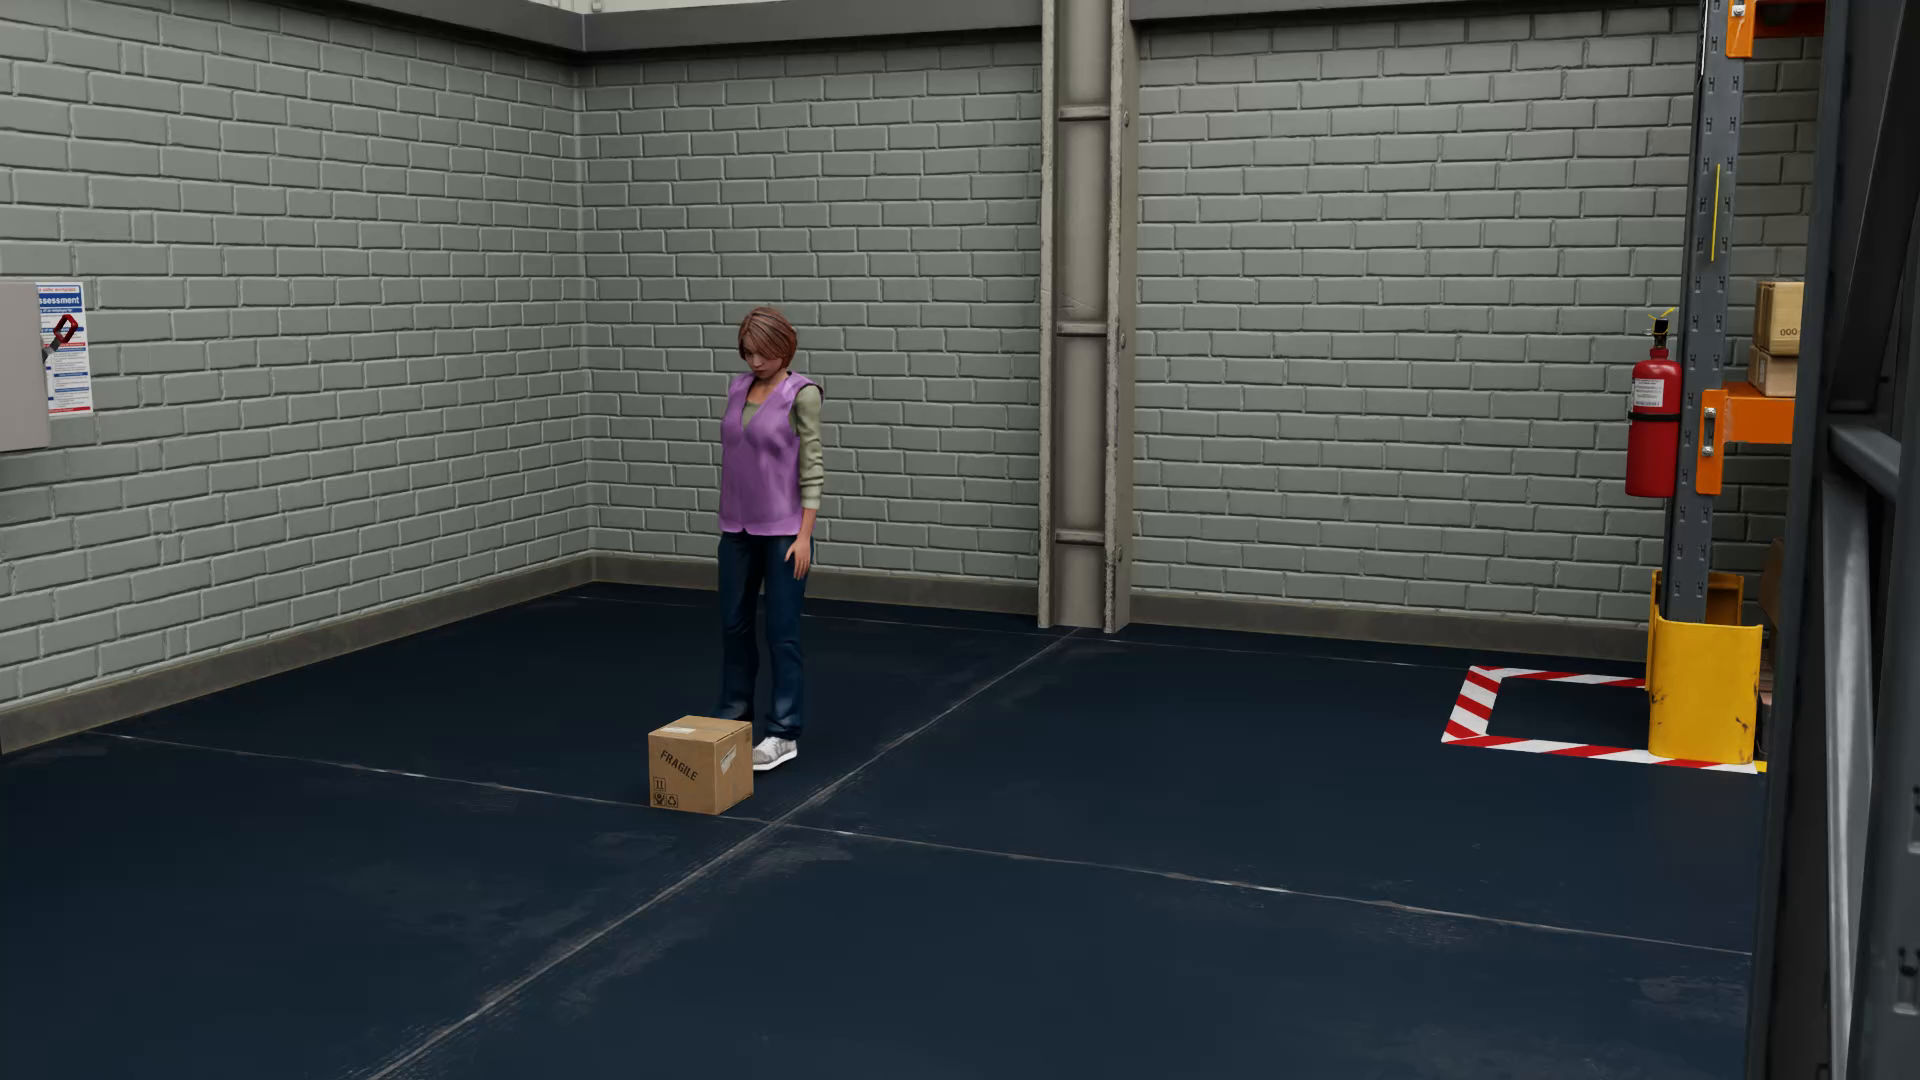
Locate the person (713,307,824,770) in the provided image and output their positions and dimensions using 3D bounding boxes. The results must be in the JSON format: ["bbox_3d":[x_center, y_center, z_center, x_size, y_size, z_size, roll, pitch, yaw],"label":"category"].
[{"bbox_3d":[-0.694,0.007,5.788,0.433,1.593,0.394,5,10,29],"label":"person"}]
